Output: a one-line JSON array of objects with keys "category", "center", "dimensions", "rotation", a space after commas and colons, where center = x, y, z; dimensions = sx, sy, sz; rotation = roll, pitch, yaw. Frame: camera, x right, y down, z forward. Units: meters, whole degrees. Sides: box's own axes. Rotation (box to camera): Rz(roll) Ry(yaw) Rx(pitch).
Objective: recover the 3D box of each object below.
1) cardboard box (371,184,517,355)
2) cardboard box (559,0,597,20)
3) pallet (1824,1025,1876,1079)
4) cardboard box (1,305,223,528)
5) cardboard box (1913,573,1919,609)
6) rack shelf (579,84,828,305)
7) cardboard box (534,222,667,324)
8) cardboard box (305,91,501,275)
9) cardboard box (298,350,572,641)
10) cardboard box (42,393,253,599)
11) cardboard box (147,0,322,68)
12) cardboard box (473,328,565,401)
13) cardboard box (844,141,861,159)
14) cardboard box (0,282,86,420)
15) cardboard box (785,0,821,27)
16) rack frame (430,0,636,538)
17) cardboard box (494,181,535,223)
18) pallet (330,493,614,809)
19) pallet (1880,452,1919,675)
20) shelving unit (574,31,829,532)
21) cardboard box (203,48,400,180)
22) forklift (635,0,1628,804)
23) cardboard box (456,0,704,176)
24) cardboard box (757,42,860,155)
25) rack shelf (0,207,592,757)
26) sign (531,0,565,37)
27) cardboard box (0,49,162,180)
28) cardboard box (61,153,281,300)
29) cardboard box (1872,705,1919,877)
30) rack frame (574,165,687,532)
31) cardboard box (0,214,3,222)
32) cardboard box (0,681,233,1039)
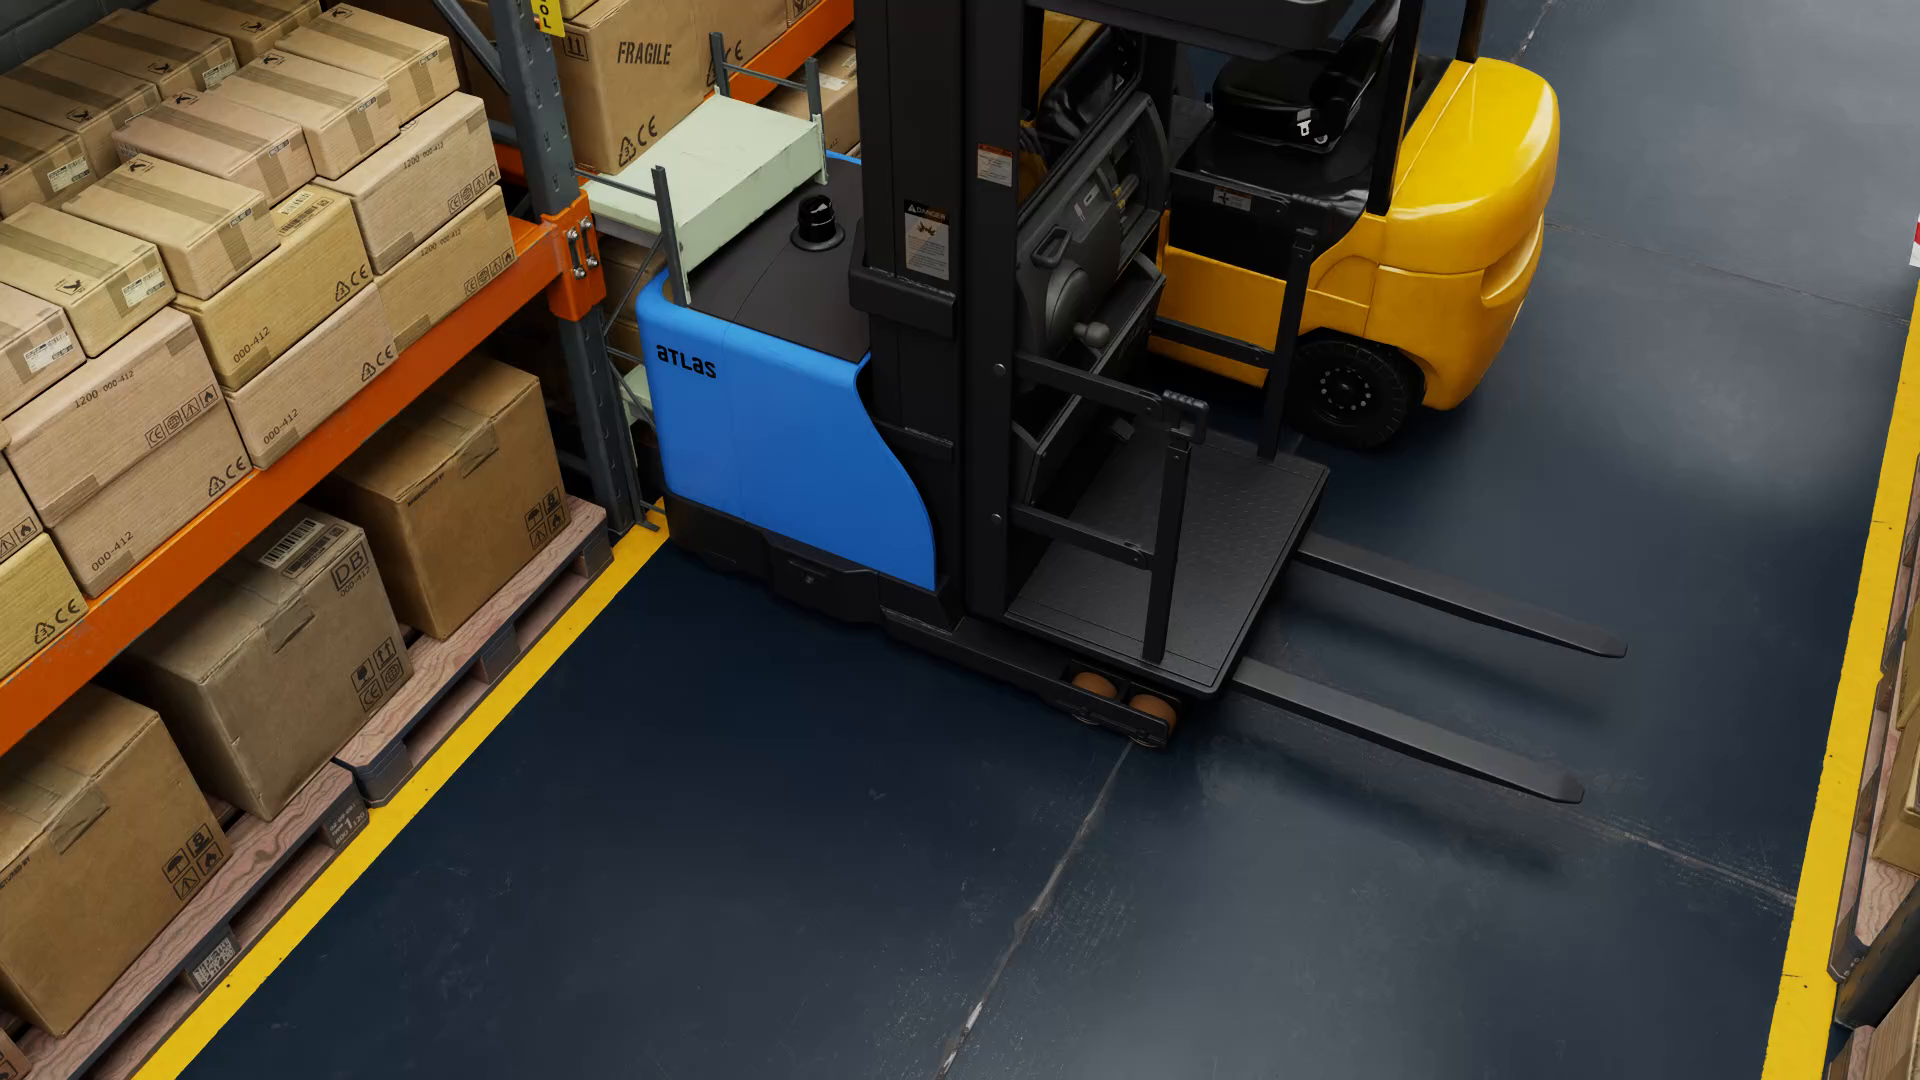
[{"category": "cardboard box", "center": [-1.586, -0.809, 4.546], "dimensions": [0.500, 0.250, 0.500], "rotation": [22, 49, 20]}, {"category": "cardboard box", "center": [-1.203, -1.643, 4.738], "dimensions": [0.380, 0.149, 0.250], "rotation": [20, 49, 18]}, {"category": "pallet", "center": [2.455, 1.842, 3.781], "dimensions": [1.003, 0.211, 1.213], "rotation": [20, 49, 19]}, {"category": "cardboard box", "center": [-2.060, -0.348, 3.739], "dimensions": [0.500, 0.250, 0.500], "rotation": [21, 49, 20]}, {"category": "cardboard box", "center": [3.330, 0.071, 5.209], "dimensions": [0.500, 0.250, 0.500], "rotation": [21, 49, 20]}, {"category": "rack shelf", "center": [-0.792, -1.048, 5.163], "dimensions": [0.431, 0.370, 0.720], "rotation": [22, 48, 24]}, {"category": "cardboard box", "center": [-1.081, -0.999, 5.564], "dimensions": [0.500, 0.250, 0.500], "rotation": [20, 49, 18]}, {"category": "cardboard box", "center": [-1.585, -0.995, 4.378], "dimensions": [0.500, 0.250, 0.500], "rotation": [19, 48, 18]}, {"category": "cardboard box", "center": [-1.816, -0.246, 5.259], "dimensions": [0.875, 0.625, 0.625], "rotation": [23, 50, 21]}, {"category": "cardboard box", "center": [-2.072, -0.188, 3.932], "dimensions": [0.500, 0.250, 0.500], "rotation": [21, 49, 19]}, {"category": "cardboard box", "center": [-1.937, -1.378, 4.477], "dimensions": [0.380, 0.149, 0.250], "rotation": [19, 48, 18]}, {"category": "cardboard box", "center": [-1.537, -0.819, 6.089], "dimensions": [0.500, 0.250, 0.500], "rotation": [21, 49, 19]}, {"category": "cardboard box", "center": [-0.610, -1.456, 6.367], "dimensions": [0.500, 0.250, 0.500], "rotation": [20, 49, 19]}, {"category": "cardboard box", "center": [-2.112, -0.426, 3.535], "dimensions": [0.380, 0.149, 0.250], "rotation": [21, 49, 19]}, {"category": "cardboard box", "center": [-0.685, -2.147, 5.693], "dimensions": [0.500, 0.500, 0.500], "rotation": [20, 49, 19]}, {"category": "rack frame", "center": [-1.584, -1.266, 4.892], "dimensions": [1.000, 3.000, 0.127], "rotation": [20, 49, 19]}, {"category": "cardboard box", "center": [-1.526, -1.172, 5.734], "dimensions": [0.500, 0.250, 0.500], "rotation": [21, 49, 20]}, {"category": "pallet", "center": [-1.891, 0.192, 5.412], "dimensions": [1.003, 0.211, 1.213], "rotation": [20, 49, 19]}, {"category": "pallet", "center": [3.660, 0.145, 5.458], "dimensions": [1.003, 0.211, 1.213], "rotation": [20, 49, 19]}, {"category": "shelving unit", "center": [-0.781, -0.762, 5.428], "dimensions": [0.431, 1.500, 0.755], "rotation": [22, 48, 24]}, {"category": "cardboard box", "center": [-1.649, -1.072, 4.174], "dimensions": [0.380, 0.149, 0.250], "rotation": [20, 49, 18]}, {"category": "forklift", "center": [0.556, -0.829, 4.508], "dimensions": [3.031, 2.935, 1.130], "rotation": [20, 49, 19]}, {"category": "cardboard box", "center": [-1.146, -1.494, 5.047], "dimensions": [0.500, 0.500, 0.500], "rotation": [19, 48, 18]}, {"category": "cardboard box", "center": [-0.614, -1.635, 6.192], "dimensions": [0.500, 0.250, 0.500], "rotation": [22, 49, 20]}, {"category": "rack shelf", "center": [-2.512, 0.247, 3.903], "dimensions": [1.077, 0.370, 4.000], "rotation": [20, 49, 19]}, {"category": "sign", "center": [-1.098, -1.472, 4.337], "dimensions": [0.100, 0.325, 0.005], "rotation": [20, 49, 19]}, {"category": "cardboard box", "center": [-2.224, -1.069, 4.172], "dimensions": [0.380, 0.149, 0.250], "rotation": [20, 49, 19]}, {"category": "cardboard box", "center": [-1.814, -0.725, 3.832], "dimensions": [0.380, 0.149, 0.250], "rotation": [19, 48, 18]}, {"category": "cardboard box", "center": [2.851, 0.729, 4.559], "dimensions": [0.500, 0.250, 0.500], "rotation": [23, 50, 21]}, {"category": "rack frame", "center": [-0.973, -0.546, 5.204], "dimensions": [0.400, 1.500, 0.023], "rotation": [22, 48, 24]}, {"category": "cardboard box", "center": [-2.463, -0.753, 3.859], "dimensions": [0.380, 0.149, 0.250], "rotation": [20, 49, 19]}, {"category": "cardboard box", "center": [-2.530, 0.714, 4.309], "dimensions": [0.875, 0.625, 0.625], "rotation": [19, 48, 17]}]
